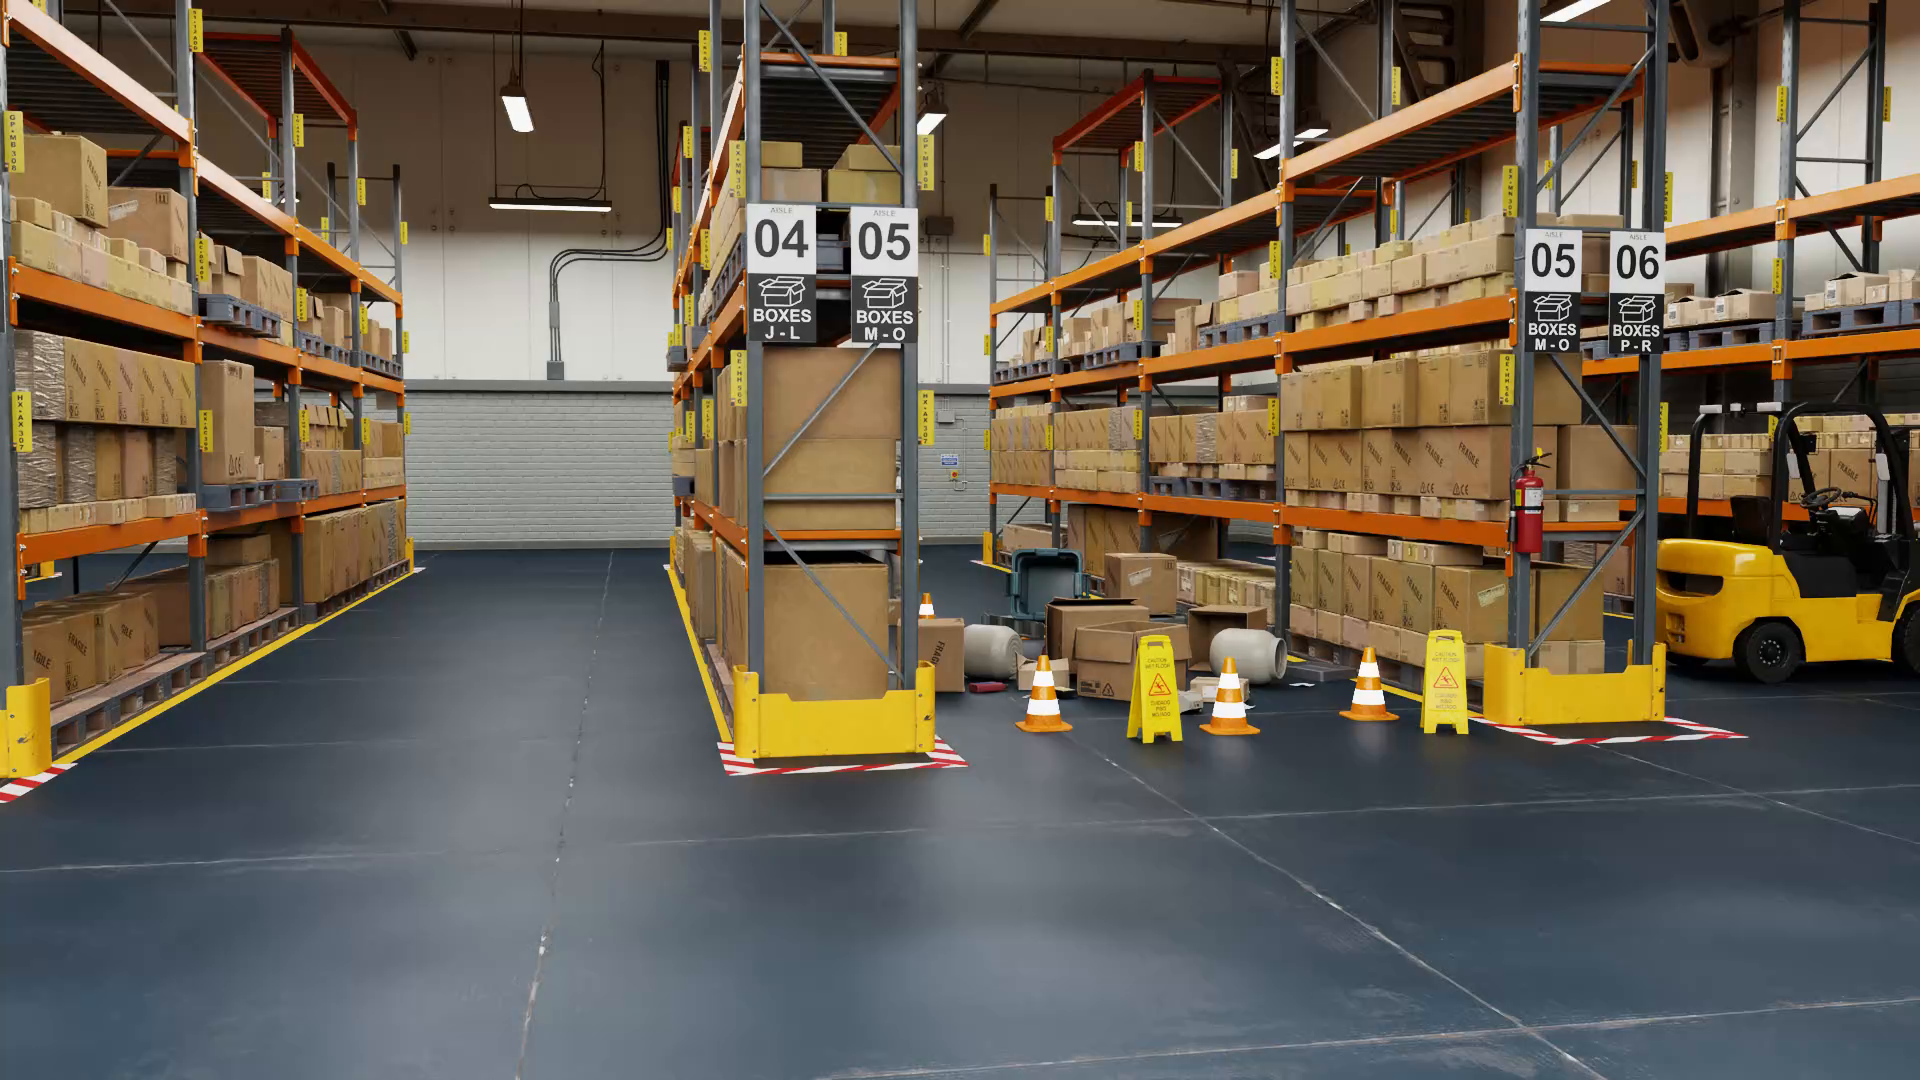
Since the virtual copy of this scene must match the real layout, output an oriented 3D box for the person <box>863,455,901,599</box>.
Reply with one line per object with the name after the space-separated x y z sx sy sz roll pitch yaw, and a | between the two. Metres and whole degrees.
-0.757 -0.021 17.396 0.604 1.751 0.427 -1 3 -14 | person
